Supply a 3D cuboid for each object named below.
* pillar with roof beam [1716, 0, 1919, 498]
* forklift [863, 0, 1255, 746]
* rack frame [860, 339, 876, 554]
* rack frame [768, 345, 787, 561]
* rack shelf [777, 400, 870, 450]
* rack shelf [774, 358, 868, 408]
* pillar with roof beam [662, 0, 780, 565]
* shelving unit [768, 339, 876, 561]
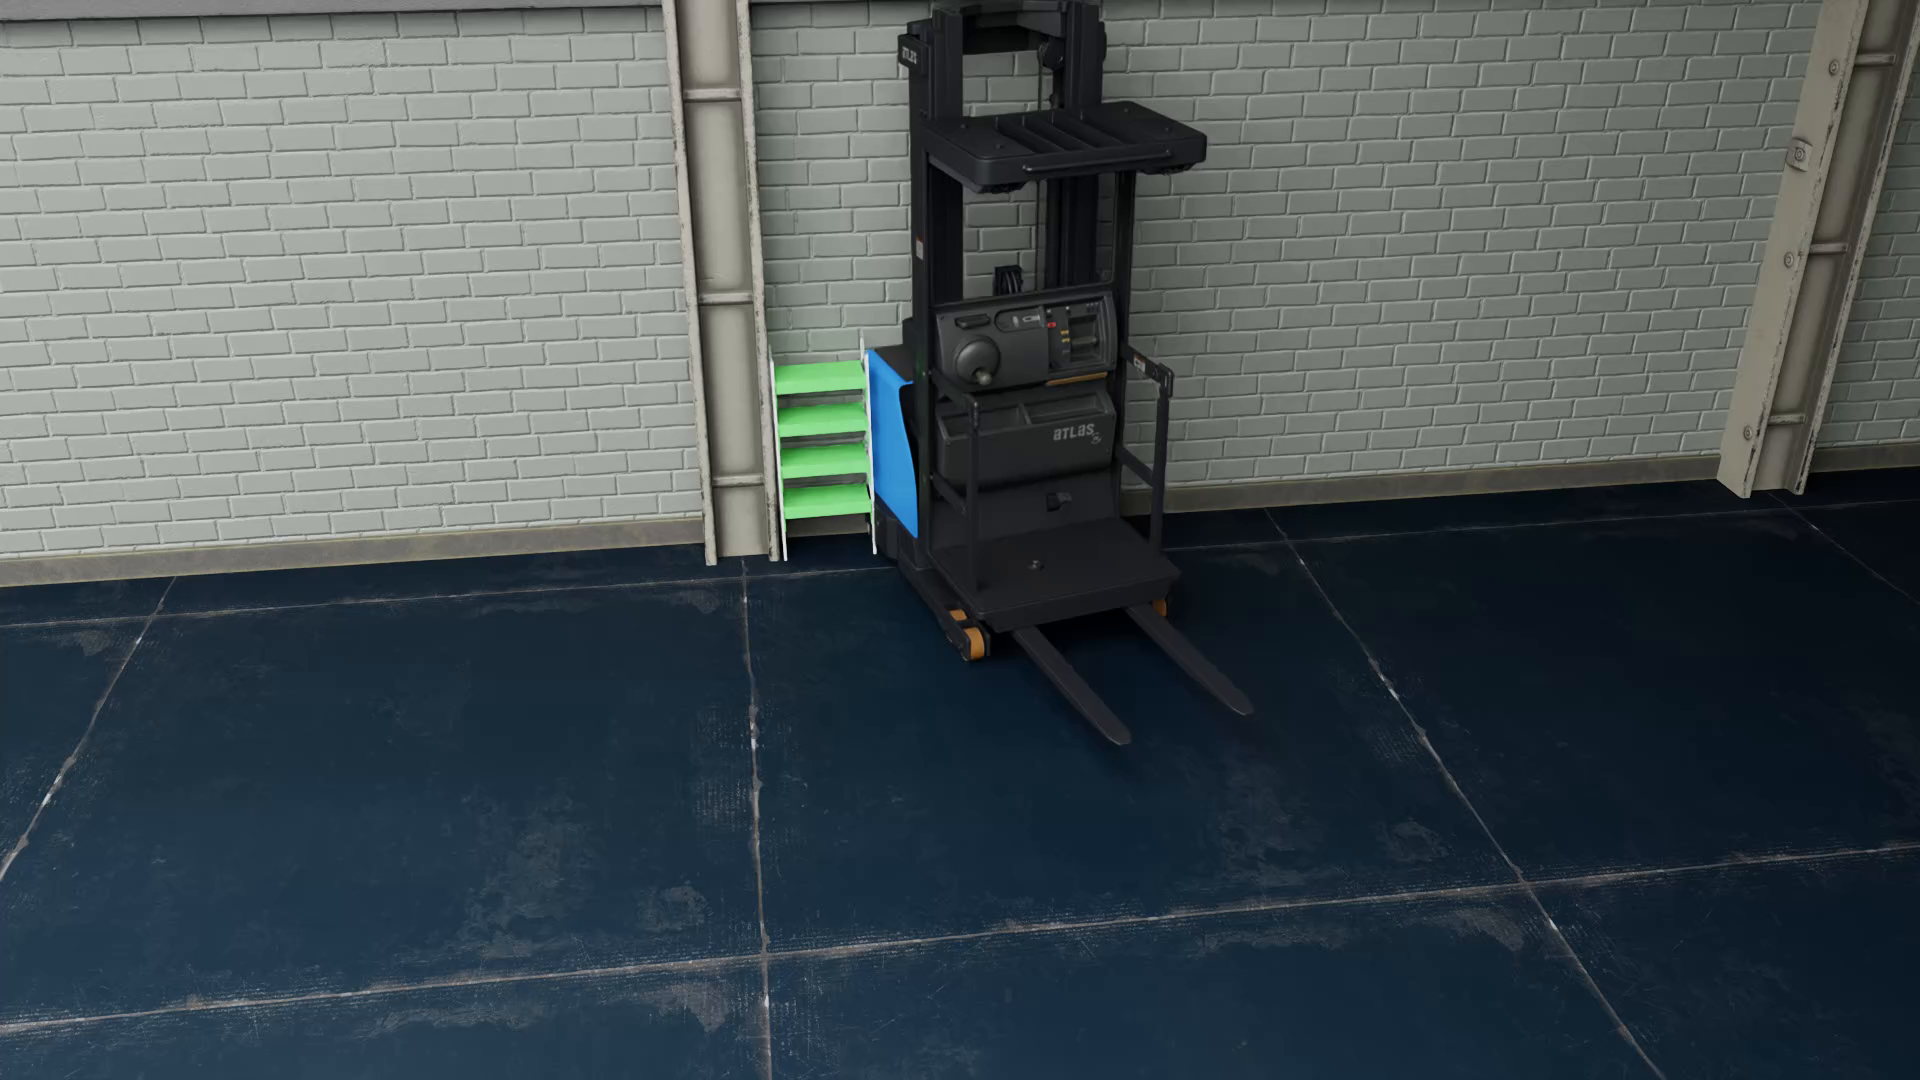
[{"bbox_3d":[5.346,-2.384,4.040,0.400,9.000,9.100,-4,27,-7],"label":"pillar with roof beam"},{"bbox_3d":[0.413,-0.932,7.856,1.130,2.935,3.031,-11,29,-20],"label":"forklift"},{"bbox_3d":[-0.492,-0.476,8.951,0.015,1.200,0.240,-5,28,-8],"label":"rack frame"},{"bbox_3d":[-0.973,-0.435,8.884,0.015,1.200,0.240,-5,28,-8],"label":"rack frame"},{"bbox_3d":[-0.735,-0.612,8.837,0.480,0.148,0.258,-5,28,-8],"label":"rack shelf"},{"bbox_3d":[-0.738,-0.825,8.726,0.480,0.148,0.258,-5,28,-8],"label":"rack shelf"},{"bbox_3d":[-0.595,-2.003,3.296,0.400,9.000,9.100,-4,27,-7],"label":"pillar with roof beam"},{"bbox_3d":[-0.733,-0.455,8.917,0.503,1.200,0.258,-5,28,-8],"label":"shelving unit"}]
